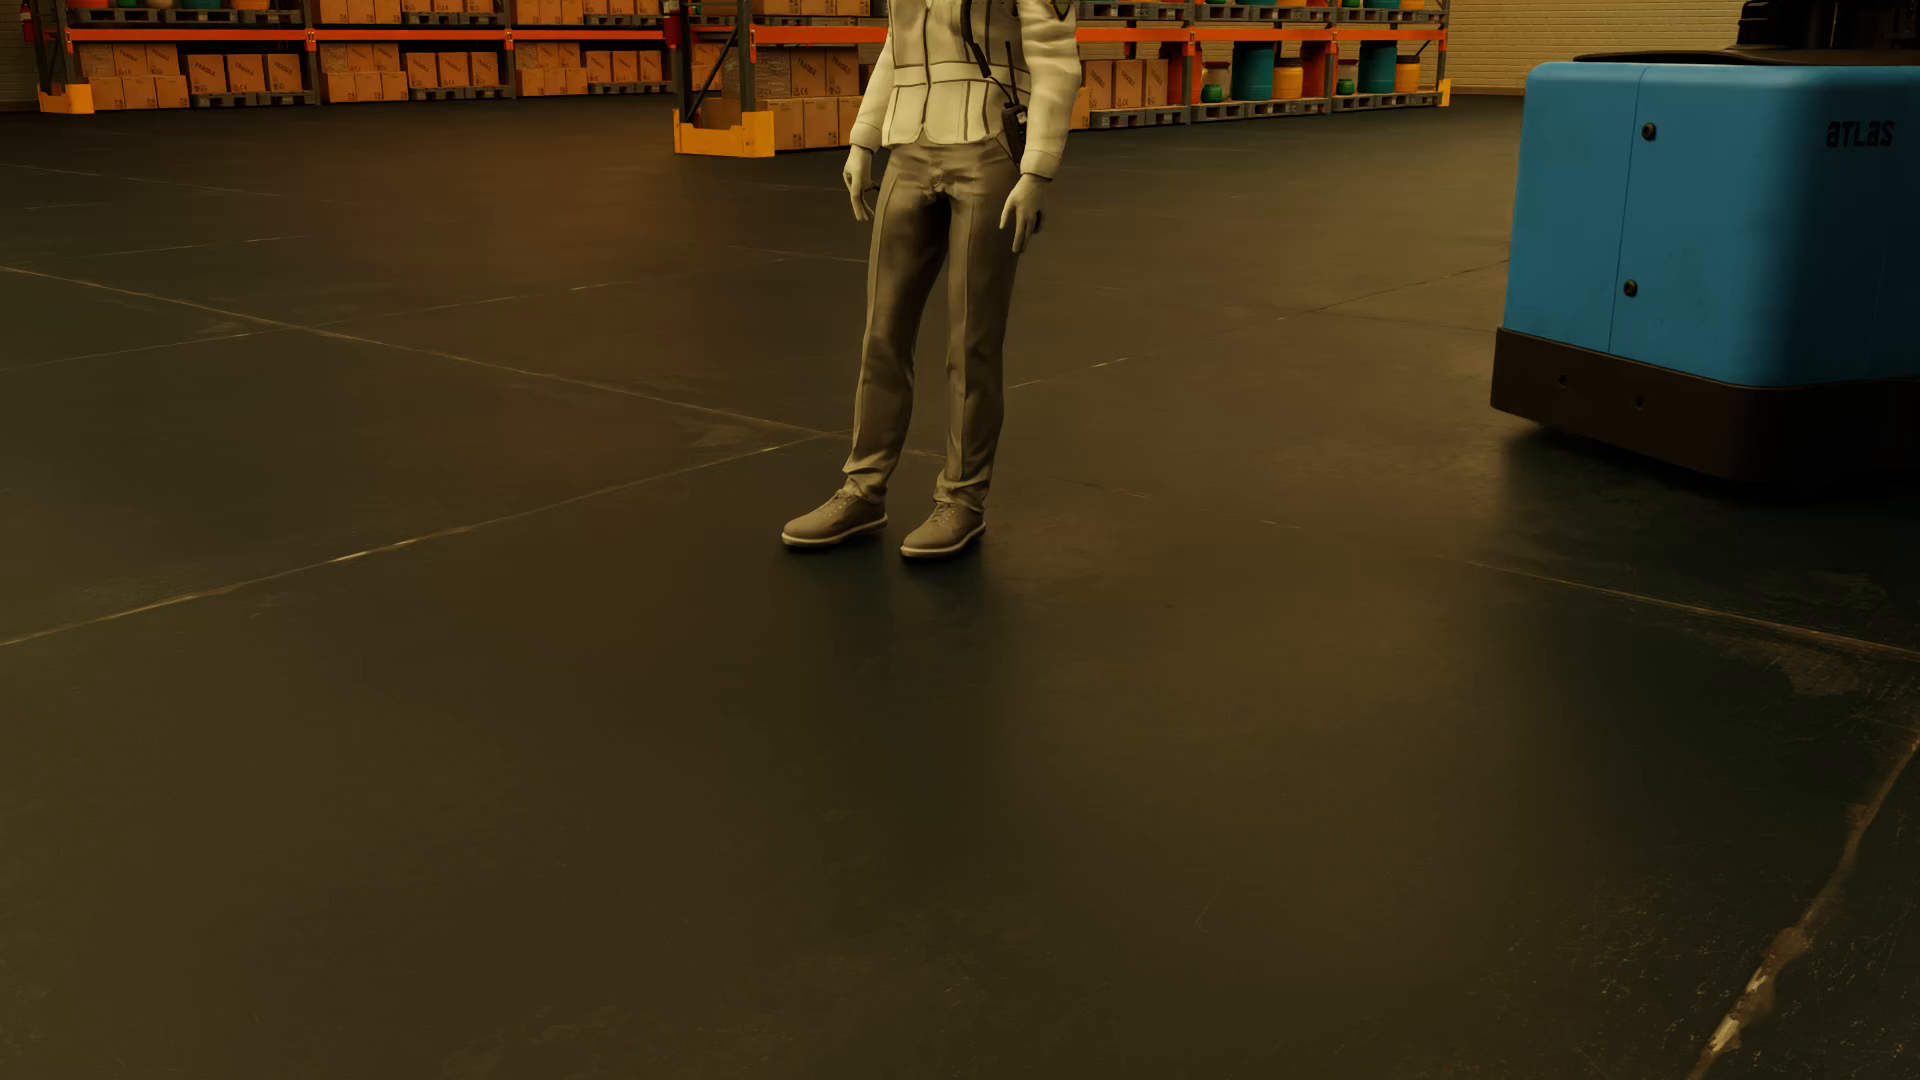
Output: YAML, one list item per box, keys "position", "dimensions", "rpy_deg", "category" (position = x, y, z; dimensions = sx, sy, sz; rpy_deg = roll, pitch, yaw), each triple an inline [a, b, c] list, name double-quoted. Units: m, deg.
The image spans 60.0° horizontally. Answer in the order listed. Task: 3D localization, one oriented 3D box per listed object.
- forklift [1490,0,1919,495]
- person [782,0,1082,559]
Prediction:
- position: [3.174, -1.766, 4.714]
  dimensions: [3.031, 2.935, 1.130]
  rpy_deg: [-6, 18, -20]
  category: "forklift"
- position: [-0.048, -0.804, 3.648]
  dimensions: [0.588, 1.696, 0.533]
  rpy_deg: [13, 21, 37]
  category: "person"
